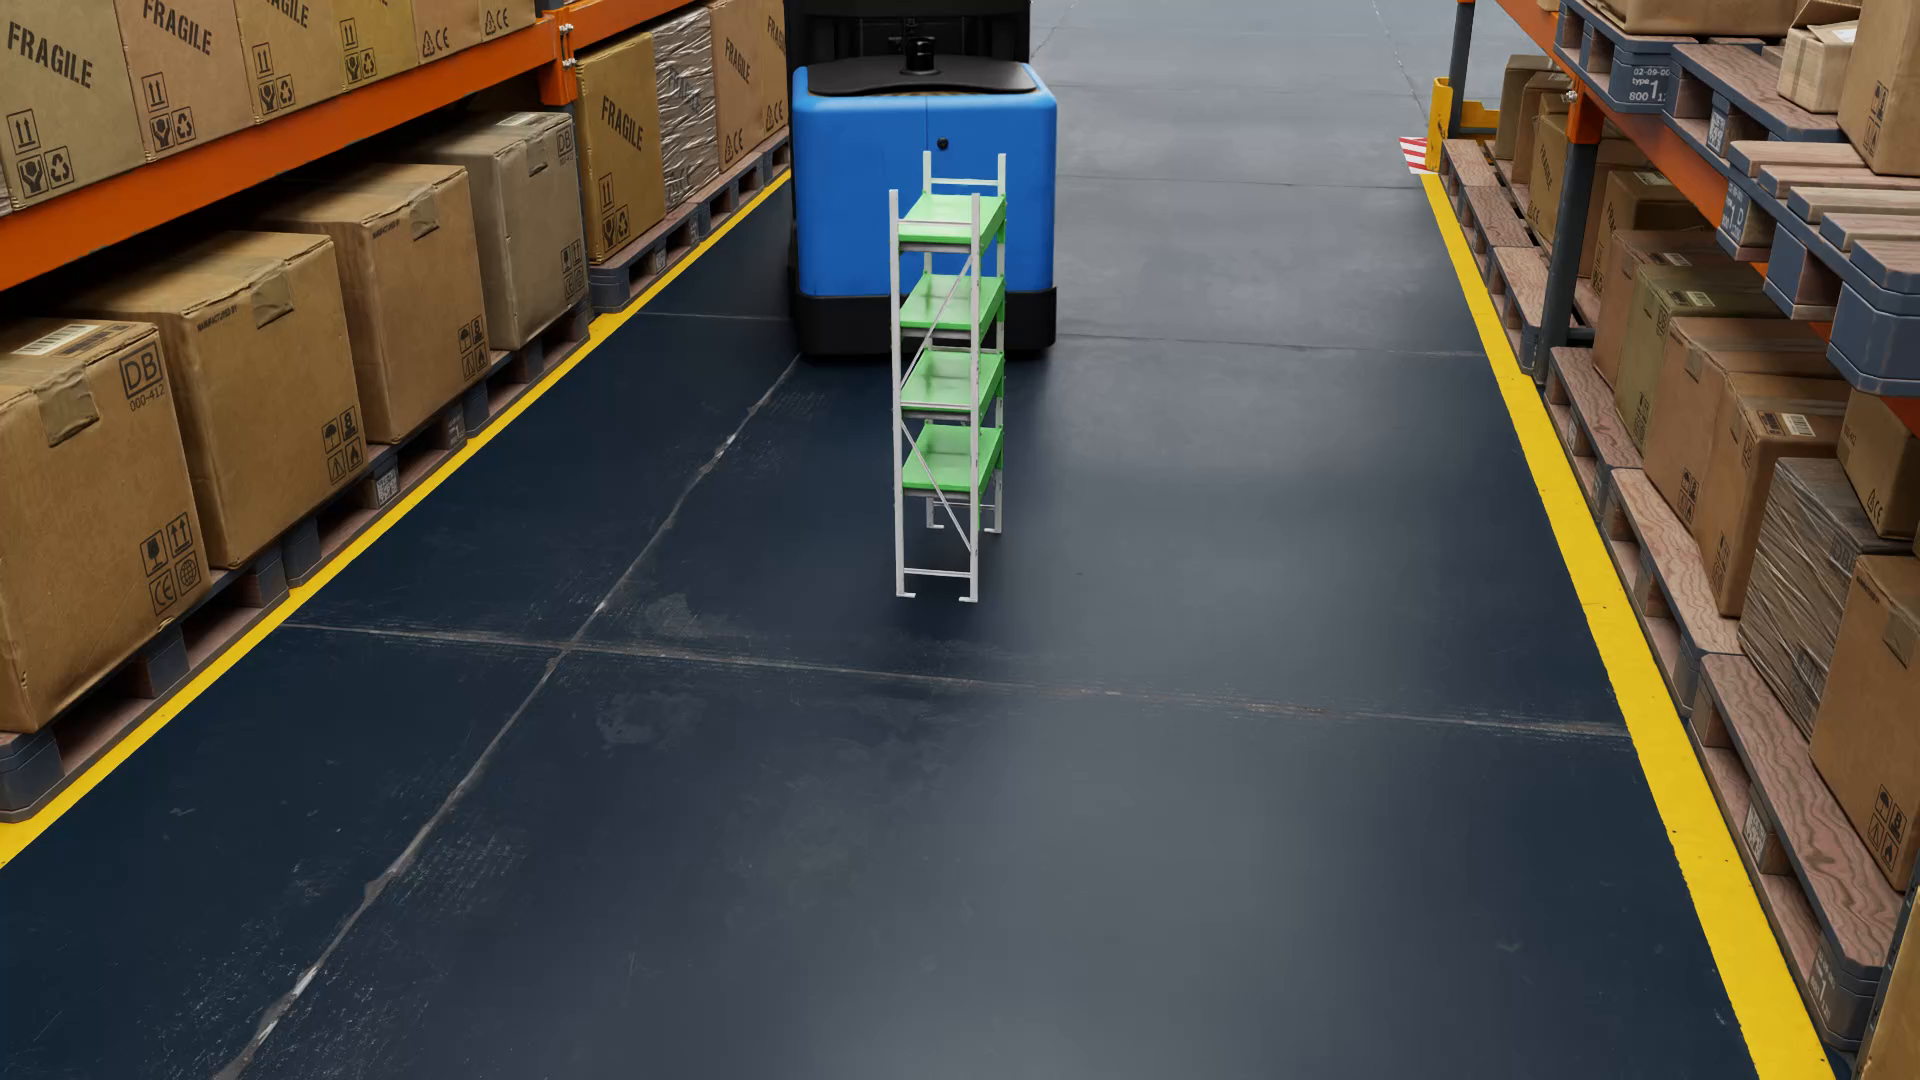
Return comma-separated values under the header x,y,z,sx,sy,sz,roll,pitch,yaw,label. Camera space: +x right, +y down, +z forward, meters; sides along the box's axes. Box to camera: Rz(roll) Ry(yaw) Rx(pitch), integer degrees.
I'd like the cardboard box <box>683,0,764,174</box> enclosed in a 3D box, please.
x,y,z,sx,sy,sz,roll,pitch,yaw,label
-1.642,-2.579,9.233,0.875,0.875,0.875,4,25,8,cardboard box

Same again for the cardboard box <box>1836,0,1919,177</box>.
x,y,z,sx,sy,sz,roll,pitch,yaw,label
2.156,-0.980,3.193,0.700,0.500,0.500,8,26,16,cardboard box

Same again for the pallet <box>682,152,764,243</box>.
x,y,z,sx,sy,sz,roll,pitch,yaw,label
-1.710,-1.896,9.052,1.003,0.211,1.213,4,25,9,pallet

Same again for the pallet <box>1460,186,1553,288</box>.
x,y,z,sx,sy,sz,roll,pitch,yaw,label
3.040,-1.481,8.165,1.003,0.211,1.213,4,25,9,pallet

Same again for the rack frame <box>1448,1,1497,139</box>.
x,y,z,sx,sy,sz,roll,pitch,yaw,label
3.422,-3.622,9.449,1.000,3.000,0.127,4,25,9,rack frame

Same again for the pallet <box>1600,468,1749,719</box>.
x,y,z,sx,sy,sz,roll,pitch,yaw,label
2.445,0.152,4.677,1.003,0.211,1.213,4,25,9,pallet

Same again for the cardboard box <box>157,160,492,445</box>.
x,y,z,sx,sy,sz,roll,pitch,yaw,label
-2.283,-0.837,5.658,1.050,0.750,0.750,4,25,9,cardboard box

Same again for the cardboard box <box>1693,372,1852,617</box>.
x,y,z,sx,sy,sz,roll,pitch,yaw,label
2.368,-0.095,4.344,0.700,0.500,0.500,6,26,13,cardboard box

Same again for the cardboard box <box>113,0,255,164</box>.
x,y,z,sx,sy,sz,roll,pitch,yaw,label
-2.259,-1.300,4.371,0.500,0.500,0.500,4,25,8,cardboard box

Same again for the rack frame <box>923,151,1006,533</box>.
x,y,z,sx,sy,sz,roll,pitch,yaw,label
0.013,-0.576,5.066,0.240,1.200,0.015,4,25,9,rack frame

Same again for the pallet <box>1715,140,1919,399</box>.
x,y,z,sx,sy,sz,roll,pitch,yaw,label
2.126,-0.494,2.994,1.213,0.211,1.003,4,25,9,pallet

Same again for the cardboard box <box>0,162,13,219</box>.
x,y,z,sx,sy,sz,roll,pitch,yaw,label
-2.423,-0.876,3.465,0.500,0.500,0.500,4,25,9,cardboard box

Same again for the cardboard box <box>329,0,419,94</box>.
x,y,z,sx,sy,sz,roll,pitch,yaw,label
-2.095,-1.720,5.269,0.500,0.500,0.500,4,25,9,cardboard box

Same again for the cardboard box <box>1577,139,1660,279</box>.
x,y,z,sx,sy,sz,roll,pitch,yaw,label
2.959,-1.411,7.180,0.500,0.500,0.500,13,28,25,cardboard box

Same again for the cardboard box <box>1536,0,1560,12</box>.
x,y,z,sx,sy,sz,roll,pitch,yaw,label
2.595,-2.262,6.840,0.380,0.149,0.250,4,25,9,cardboard box

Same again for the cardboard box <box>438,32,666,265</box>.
x,y,z,sx,sy,sz,roll,pitch,yaw,label
-1.937,-1.821,7.612,0.875,0.875,0.875,4,25,9,cardboard box

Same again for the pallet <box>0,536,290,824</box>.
x,y,z,sx,sy,sz,roll,pitch,yaw,label
-2.559,0.277,4.410,1.003,0.211,1.213,4,25,9,pallet

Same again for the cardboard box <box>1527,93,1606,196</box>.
x,y,z,sx,sy,sz,roll,pitch,yaw,label
3.118,-1.907,8.239,0.500,0.500,0.500,6,26,13,cardboard box

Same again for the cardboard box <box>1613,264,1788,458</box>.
x,y,z,sx,sy,sz,roll,pitch,yaw,label
2.550,-0.562,5.343,0.700,0.500,0.500,4,25,8,cardboard box

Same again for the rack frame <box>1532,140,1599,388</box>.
x,y,z,sx,sy,sz,roll,pitch,yaw,label
2.768,-1.949,5.875,1.000,3.000,0.127,4,25,9,rack frame

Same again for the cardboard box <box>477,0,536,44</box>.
x,y,z,sx,sy,sz,roll,pitch,yaw,label
-1.930,-2.143,6.172,0.500,0.500,0.500,4,25,8,cardboard box

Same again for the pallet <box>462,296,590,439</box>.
x,y,z,sx,sy,sz,roll,pitch,yaw,label
-2.160,-0.744,6.590,1.003,0.211,1.213,4,25,9,pallet

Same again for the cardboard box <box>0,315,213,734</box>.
x,y,z,sx,sy,sz,roll,pitch,yaw,label
-2.574,-0.081,4.044,1.050,0.750,0.750,4,25,8,cardboard box

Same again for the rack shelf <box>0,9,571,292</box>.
x,y,z,sx,sy,sz,roll,pitch,yaw,label
-2.435,-1.172,5.065,1.077,0.370,4.000,4,25,9,rack shelf

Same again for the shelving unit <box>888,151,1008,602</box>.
x,y,z,sx,sy,sz,roll,pitch,yaw,label
-0.027,-0.474,4.848,0.258,1.200,0.503,4,25,9,shelving unit

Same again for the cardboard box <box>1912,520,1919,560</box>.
x,y,z,sx,sy,sz,roll,pitch,yaw,label
2.194,0.035,3.182,0.500,0.250,0.500,5,26,11,cardboard box

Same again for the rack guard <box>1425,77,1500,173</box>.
x,y,z,sx,sy,sz,roll,pitch,yaw,label
3.409,-2.458,9.911,1.175,0.500,0.348,4,25,9,rack guard

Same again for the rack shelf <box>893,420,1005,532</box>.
x,y,z,sx,sy,sz,roll,pitch,yaw,label
-0.027,-0.199,4.977,0.258,0.148,0.480,4,25,9,rack shelf

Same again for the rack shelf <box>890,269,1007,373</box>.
x,y,z,sx,sy,sz,roll,pitch,yaw,label
-0.027,-0.634,4.773,0.258,0.148,0.480,4,25,9,rack shelf

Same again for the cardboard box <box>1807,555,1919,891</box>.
x,y,z,sx,sy,sz,roll,pitch,yaw,label
2.204,0.375,3.339,0.700,0.500,0.500,3,25,6,cardboard box

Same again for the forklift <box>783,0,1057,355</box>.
x,y,z,sx,sy,sz,roll,pitch,yaw,label
-0.256,-2.657,7.470,1.130,2.935,3.031,-2,25,-5,forklift

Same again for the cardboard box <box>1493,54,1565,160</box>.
x,y,z,sx,sy,sz,roll,pitch,yaw,label
3.303,-2.420,9.334,0.500,0.500,0.500,9,27,18,cardboard box

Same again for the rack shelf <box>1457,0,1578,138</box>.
x,y,z,sx,sy,sz,roll,pitch,yaw,label
3.095,-2.459,7.815,1.077,0.370,4.000,4,25,9,rack shelf

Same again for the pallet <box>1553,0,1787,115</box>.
x,y,z,sx,sy,sz,roll,pitch,yaw,label
2.500,-1.552,5.254,1.003,0.211,1.213,4,25,9,pallet

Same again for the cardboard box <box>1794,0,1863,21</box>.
x,y,z,sx,sy,sz,roll,pitch,yaw,label
2.576,-1.454,4.201,0.797,0.503,0.637,7,26,14,cardboard box
